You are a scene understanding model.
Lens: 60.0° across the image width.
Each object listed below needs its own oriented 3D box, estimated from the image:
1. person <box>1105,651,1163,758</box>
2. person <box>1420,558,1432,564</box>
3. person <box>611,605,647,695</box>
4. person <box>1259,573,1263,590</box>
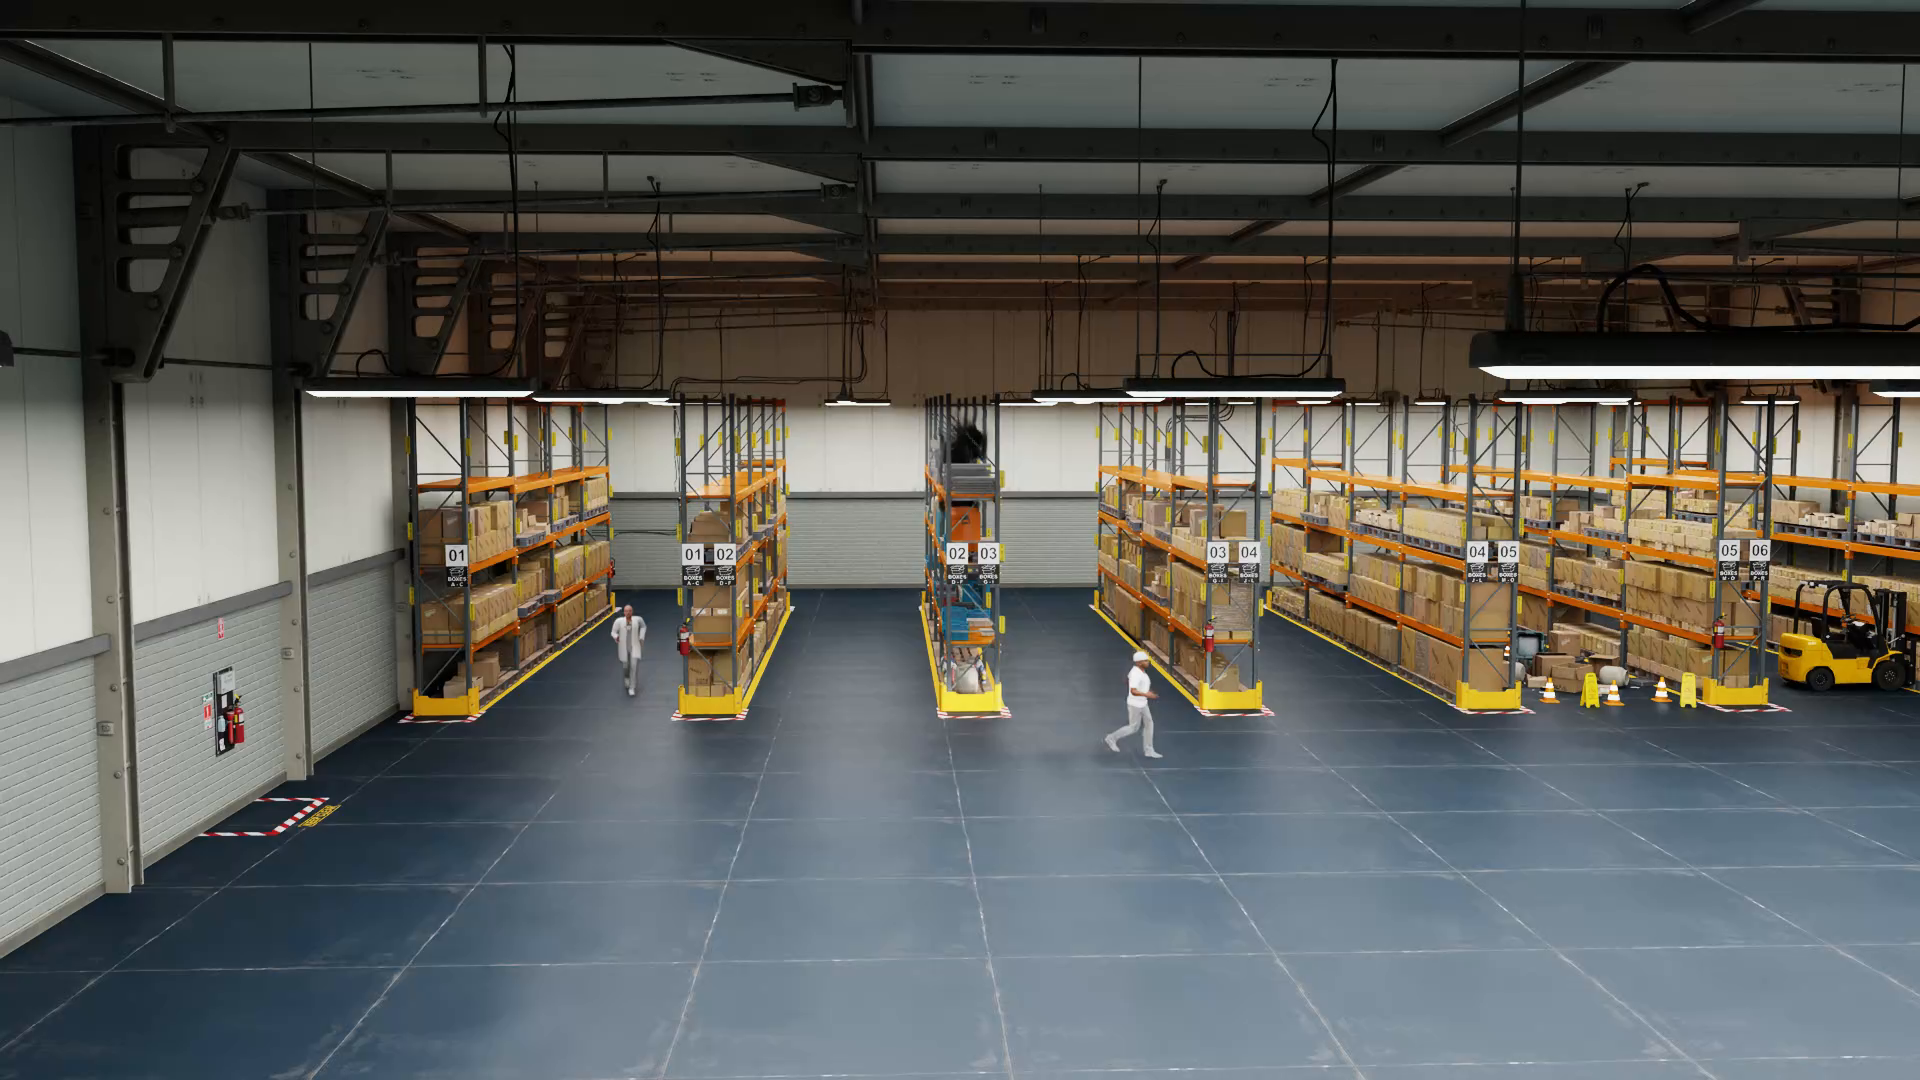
[{"bbox_3d":[2.857,2.691,27.219,0.948,1.754,0.681,1,5,17],"label":"person"},{"bbox_3d":[13.835,0.965,49.414,0.700,1.715,0.708,1,5,11],"label":"person"},{"bbox_3d":[-6.671,2.182,33.539,0.690,1.771,1.042,-1,5,-9],"label":"person"},{"bbox_3d":[7.778,1.338,44.577,0.683,1.730,0.699,0,5,6],"label":"person"}]
